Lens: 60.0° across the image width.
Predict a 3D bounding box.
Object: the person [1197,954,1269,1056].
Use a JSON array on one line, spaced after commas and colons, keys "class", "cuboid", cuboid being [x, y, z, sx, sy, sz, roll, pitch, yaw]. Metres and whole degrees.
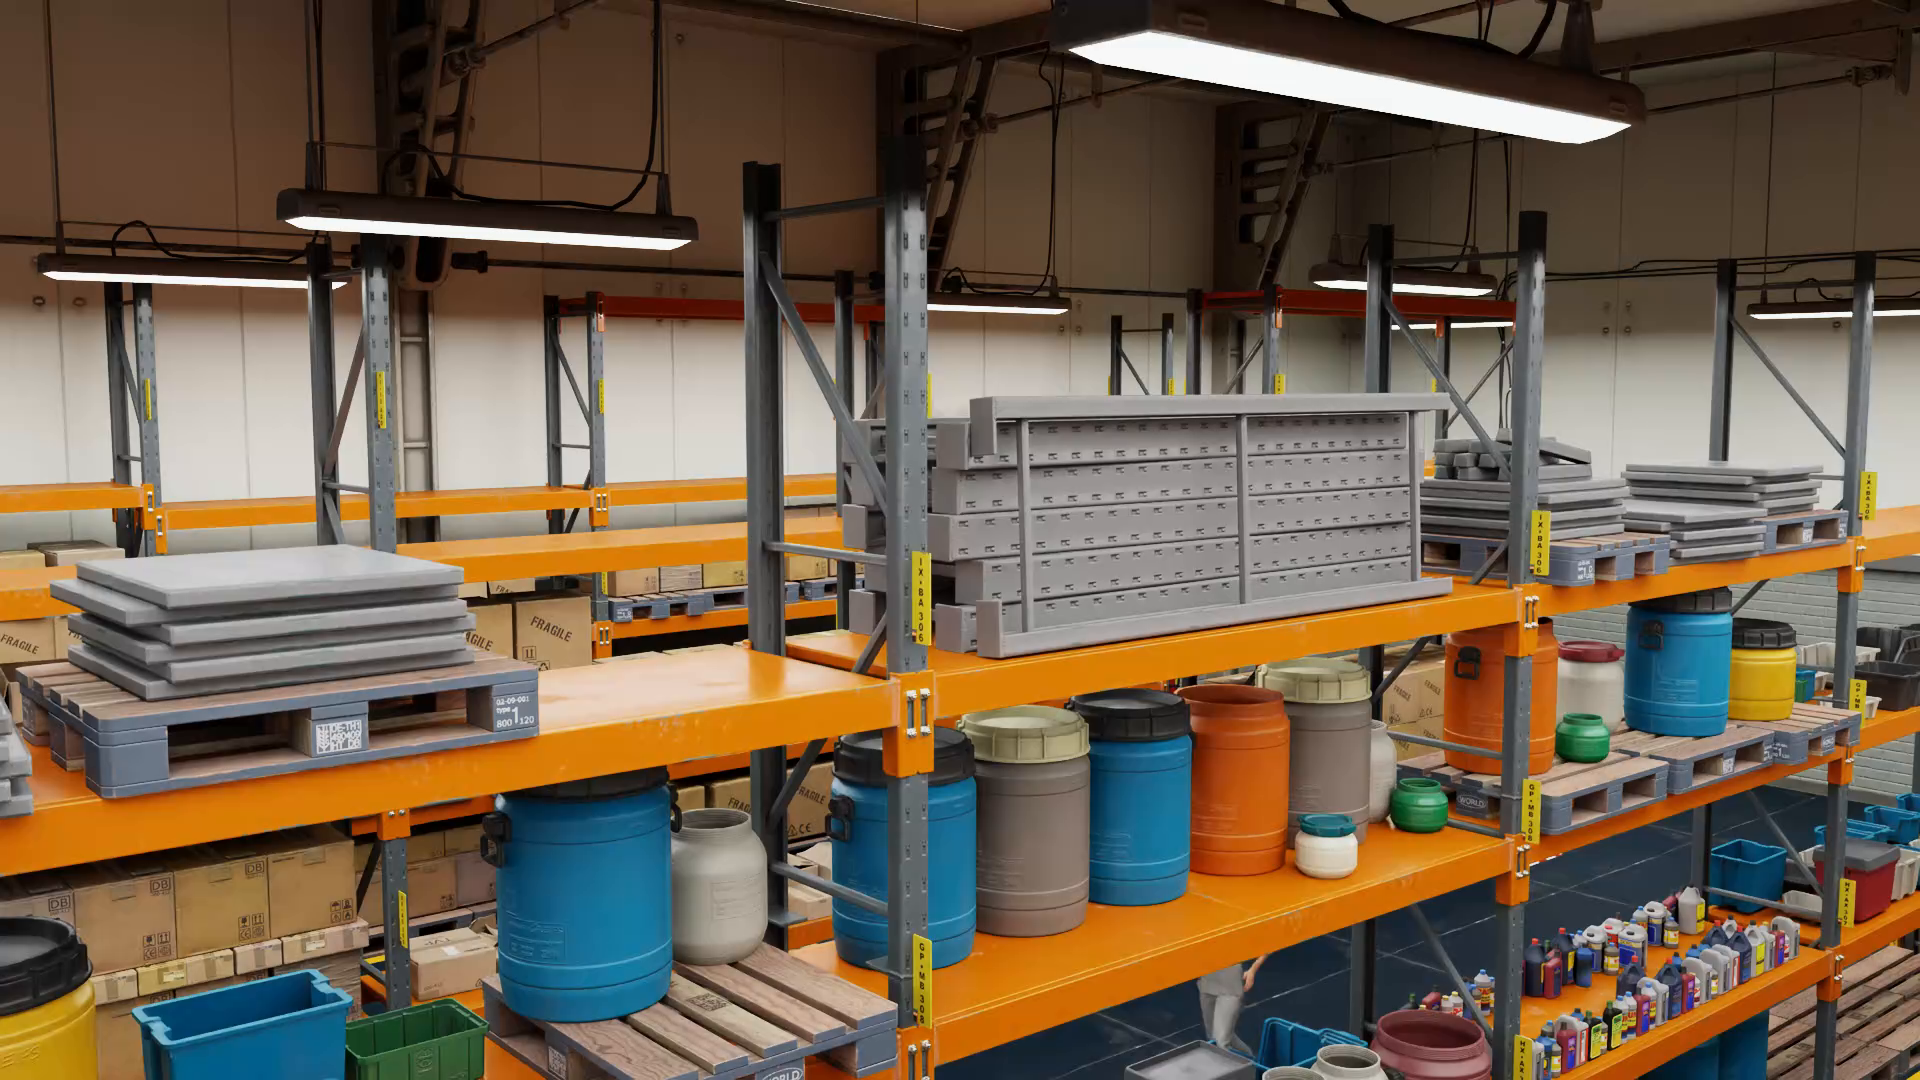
[{"class": "person", "cuboid": [1.845, 3.185, 11.707, 0.565, 1.674, 0.950, 4, 7, 38]}]
